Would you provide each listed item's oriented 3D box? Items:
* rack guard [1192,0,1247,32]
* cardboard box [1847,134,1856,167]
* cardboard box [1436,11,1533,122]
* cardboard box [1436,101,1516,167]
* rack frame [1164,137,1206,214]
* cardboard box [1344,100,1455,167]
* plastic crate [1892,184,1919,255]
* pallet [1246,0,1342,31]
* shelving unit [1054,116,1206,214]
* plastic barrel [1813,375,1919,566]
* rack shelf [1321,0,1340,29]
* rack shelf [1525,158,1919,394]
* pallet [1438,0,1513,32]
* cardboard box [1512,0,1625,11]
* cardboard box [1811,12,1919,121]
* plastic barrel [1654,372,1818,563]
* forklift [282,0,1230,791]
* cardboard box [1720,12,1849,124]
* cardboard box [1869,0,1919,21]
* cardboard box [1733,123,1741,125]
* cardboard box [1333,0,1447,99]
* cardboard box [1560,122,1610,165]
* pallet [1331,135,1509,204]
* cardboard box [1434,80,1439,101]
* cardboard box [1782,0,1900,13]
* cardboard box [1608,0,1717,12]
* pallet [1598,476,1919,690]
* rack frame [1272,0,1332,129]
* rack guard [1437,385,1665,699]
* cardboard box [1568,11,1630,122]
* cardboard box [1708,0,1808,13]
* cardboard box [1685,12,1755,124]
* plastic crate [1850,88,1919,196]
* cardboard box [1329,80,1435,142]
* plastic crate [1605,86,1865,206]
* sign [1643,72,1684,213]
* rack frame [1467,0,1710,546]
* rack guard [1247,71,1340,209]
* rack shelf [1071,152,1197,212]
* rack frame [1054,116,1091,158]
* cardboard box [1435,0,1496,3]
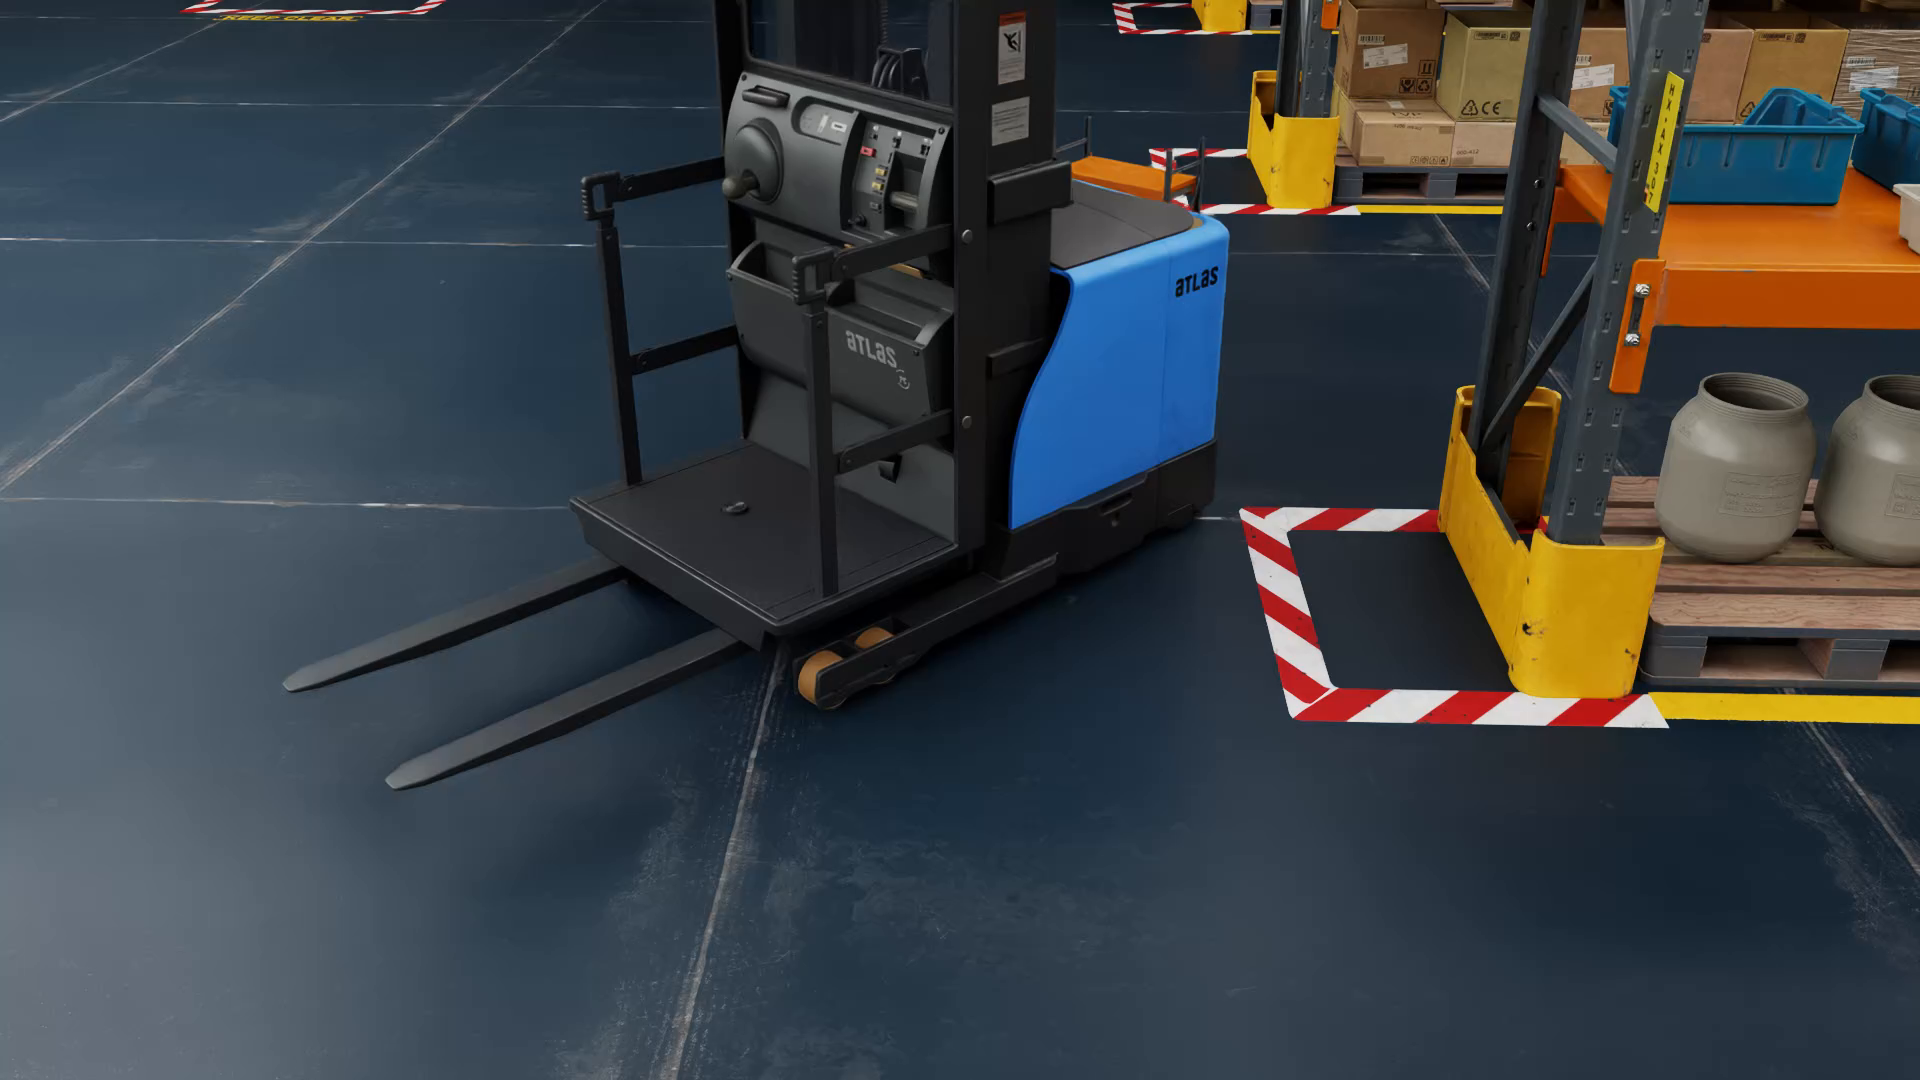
[{"bbox_3d":[2.182,-4.646,13.980,0.348,0.500,1.175,1,28,2],"label":"rack guard"},{"bbox_3d":[4.962,-2.256,9.290,0.500,0.250,0.500,1,28,2],"label":"cardboard box"},{"bbox_3d":[2.963,-2.614,9.166,0.500,0.500,0.500,1,28,2],"label":"cardboard box"},{"bbox_3d":[2.963,-2.284,9.343,0.500,0.250,0.500,1,28,2],"label":"cardboard box"},{"bbox_3d":[0.788,-0.847,6.067,0.015,1.200,0.240,20,34,33],"label":"rack frame"},{"bbox_3d":[2.463,-2.290,9.356,0.500,0.250,0.500,1,28,2],"label":"cardboard box"},{"bbox_3d":[2.639,-0.832,4.399,0.250,0.136,0.298,1,28,2],"label":"plastic crate"},{"bbox_3d":[2.993,-4.488,13.991,1.213,0.211,1.003,1,28,2],"label":"pallet"},{"bbox_3d":[0.597,-0.918,6.201,0.503,1.200,0.258,20,34,33],"label":"shelving unit"},{"bbox_3d":[2.918,-0.217,5.165,0.421,0.512,0.421,0,28,0],"label":"plastic barrel"},{"bbox_3d":[3.934,-3.082,9.129,4.000,0.370,1.077,1,28,2],"label":"rack shelf"},{"bbox_3d":[3.755,-0.763,4.756,4.000,0.370,1.077,1,28,2],"label":"rack shelf"},{"bbox_3d":[4.209,-4.467,13.951,1.213,0.211,1.003,1,28,2],"label":"pallet"},{"bbox_3d":[3.481,-2.856,9.621,0.500,0.500,0.500,1,28,2],"label":"cardboard box"},{"bbox_3d":[4.962,-2.588,9.116,0.500,0.500,0.500,1,28,2],"label":"cardboard box"},{"bbox_3d":[2.417,-0.226,5.181,0.421,0.512,0.421,0,28,0],"label":"plastic barrel"},{"bbox_3d":[-0.521,-1.079,4.656,3.031,2.935,1.130,-24,36,-37],"label":"forklift"},{"bbox_3d":[4.462,-2.594,9.128,0.500,0.500,0.500,1,28,2],"label":"cardboard box"},{"bbox_3d":[5.480,-2.823,9.559,0.500,0.500,0.500,1,28,2],"label":"cardboard box"},{"bbox_3d":[4.462,-2.257,9.292,0.500,0.250,0.500,1,28,2],"label":"cardboard box"},{"bbox_3d":[2.481,-2.865,9.639,0.500,0.500,0.500,1,28,2],"label":"cardboard box"},{"bbox_3d":[3.463,-2.275,9.327,0.500,0.250,0.500,1,28,2],"label":"cardboard box"},{"bbox_3d":[2.701,-2.208,9.689,1.213,0.211,1.003,1,28,2],"label":"pallet"},{"bbox_3d":[2.981,-2.530,9.808,0.500,0.250,0.500,1,28,2],"label":"cardboard box"},{"bbox_3d":[4.980,-2.827,9.568,0.500,0.500,0.500,1,28,2],"label":"cardboard box"},{"bbox_3d":[3.981,-2.847,9.604,0.500,0.500,0.500,1,28,2],"label":"cardboard box"},{"bbox_3d":[2.646,0.113,5.312,1.213,0.211,1.003,1,28,2],"label":"pallet"},{"bbox_3d":[1.935,-3.433,9.023,0.127,3.000,1.000,1,28,2],"label":"rack frame"},{"bbox_3d":[1.834,-0.031,5.274,0.348,0.500,1.175,1,28,2],"label":"rack guard"},{"bbox_3d":[3.463,-2.612,9.162,0.500,0.500,0.500,1,28,2],"label":"cardboard box"},{"bbox_3d":[4.481,-2.839,9.590,0.500,0.500,0.500,1,28,2],"label":"cardboard box"},{"bbox_3d":[3.962,-2.596,9.131,0.500,0.500,0.500,1,28,2],"label":"cardboard box"},{"bbox_3d":[2.916,-1.167,4.908,0.408,0.251,0.499,1,28,2],"label":"plastic crate"},{"bbox_3d":[2.481,-2.533,9.813,0.500,0.250,0.500,1,28,2],"label":"cardboard box"},{"bbox_3d":[2.267,-1.180,4.933,0.616,0.251,0.499,1,28,2],"label":"plastic crate"},{"bbox_3d":[1.733,-0.979,4.099,0.005,0.325,0.100,1,28,2],"label":"sign"},{"bbox_3d":[1.756,-1.114,4.649,0.127,3.000,1.000,1,28,2],"label":"rack frame"},{"bbox_3d":[1.911,-2.329,9.609,0.348,0.500,1.175,1,28,2],"label":"rack guard"},{"bbox_3d":[0.597,-1.265,6.017,0.480,0.148,0.258,20,34,33],"label":"rack shelf"},{"bbox_3d":[0.405,-0.989,6.335,0.015,1.200,0.240,20,34,33],"label":"rack frame"},{"bbox_3d":[4.095,-4.743,13.694,0.500,0.500,0.700,-1,28,-1],"label":"cardboard box"}]
